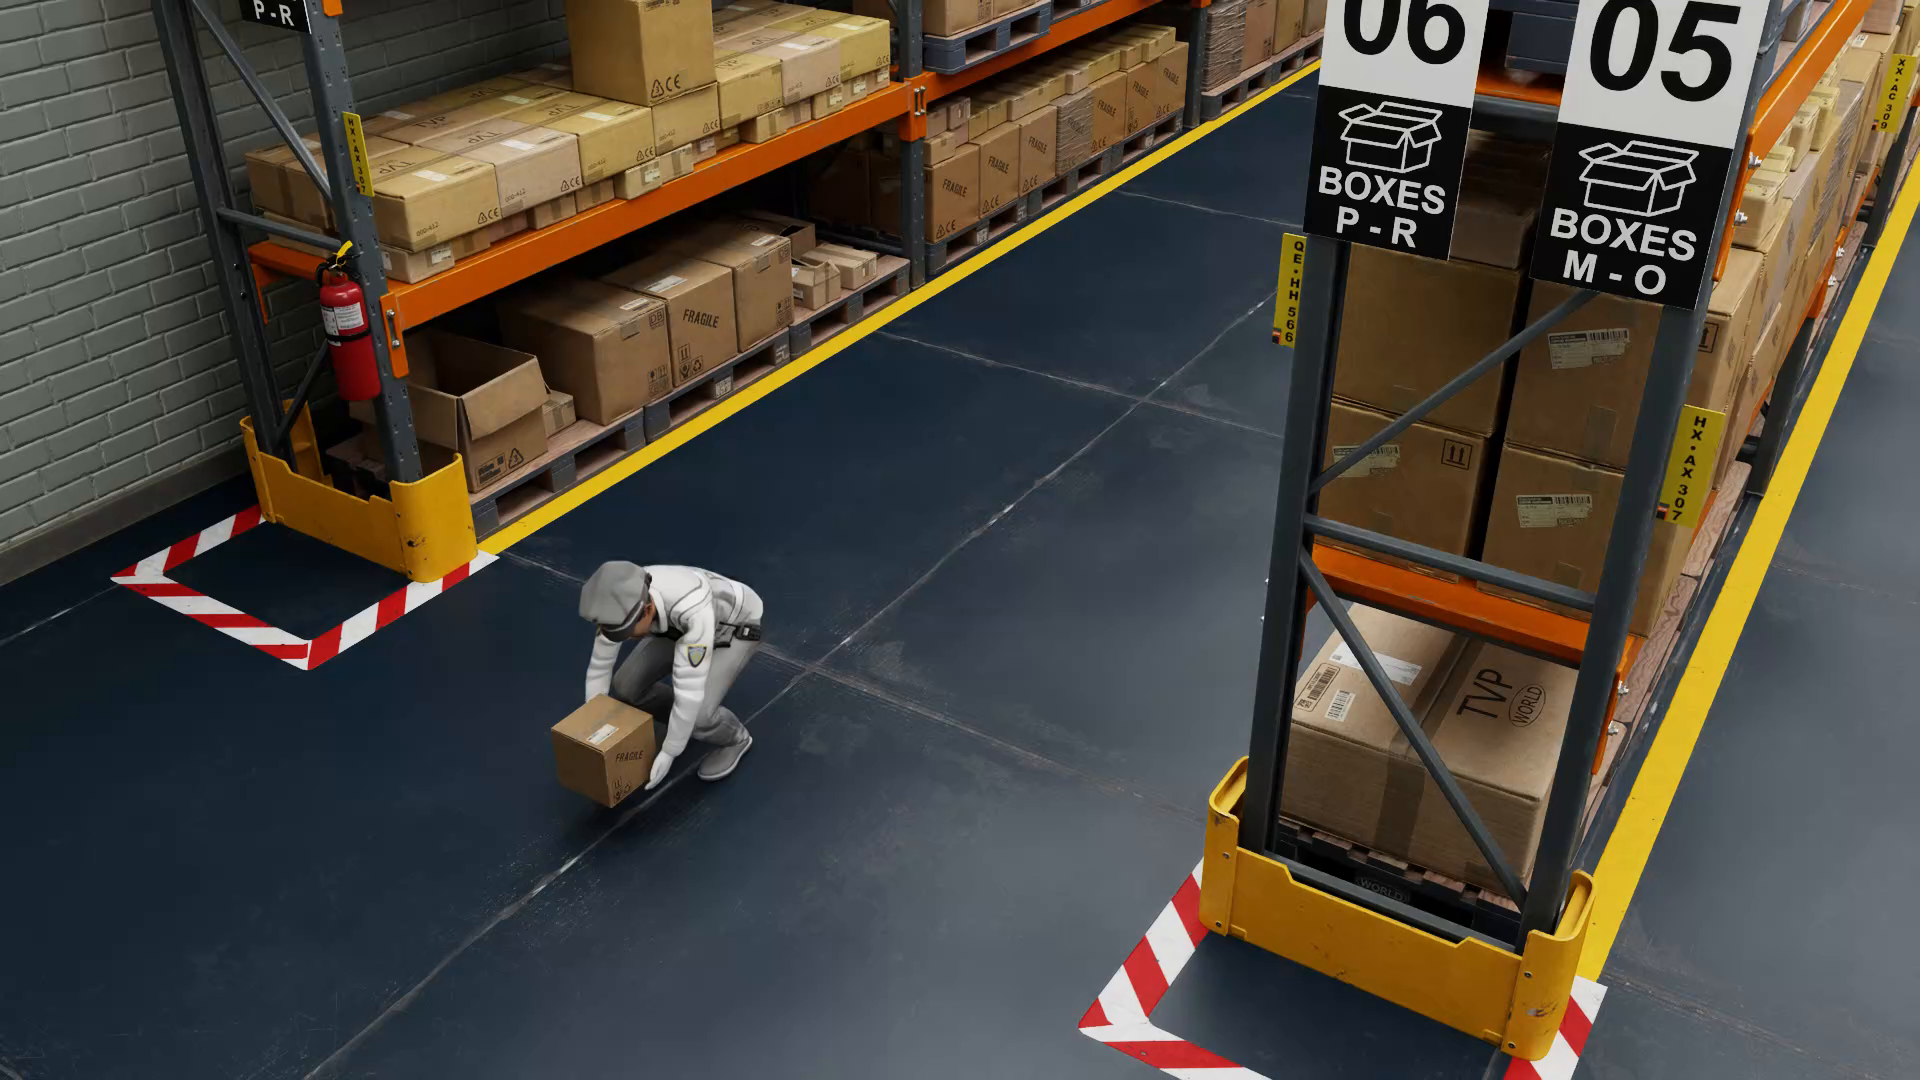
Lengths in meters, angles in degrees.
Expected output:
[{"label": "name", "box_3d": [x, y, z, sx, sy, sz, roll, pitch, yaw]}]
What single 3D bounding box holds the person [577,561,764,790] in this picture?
[{"label": "person", "box_3d": [-1.029, 0.428, 6.032, 0.501, 1.036, 0.820, 18, 35, 27]}]
